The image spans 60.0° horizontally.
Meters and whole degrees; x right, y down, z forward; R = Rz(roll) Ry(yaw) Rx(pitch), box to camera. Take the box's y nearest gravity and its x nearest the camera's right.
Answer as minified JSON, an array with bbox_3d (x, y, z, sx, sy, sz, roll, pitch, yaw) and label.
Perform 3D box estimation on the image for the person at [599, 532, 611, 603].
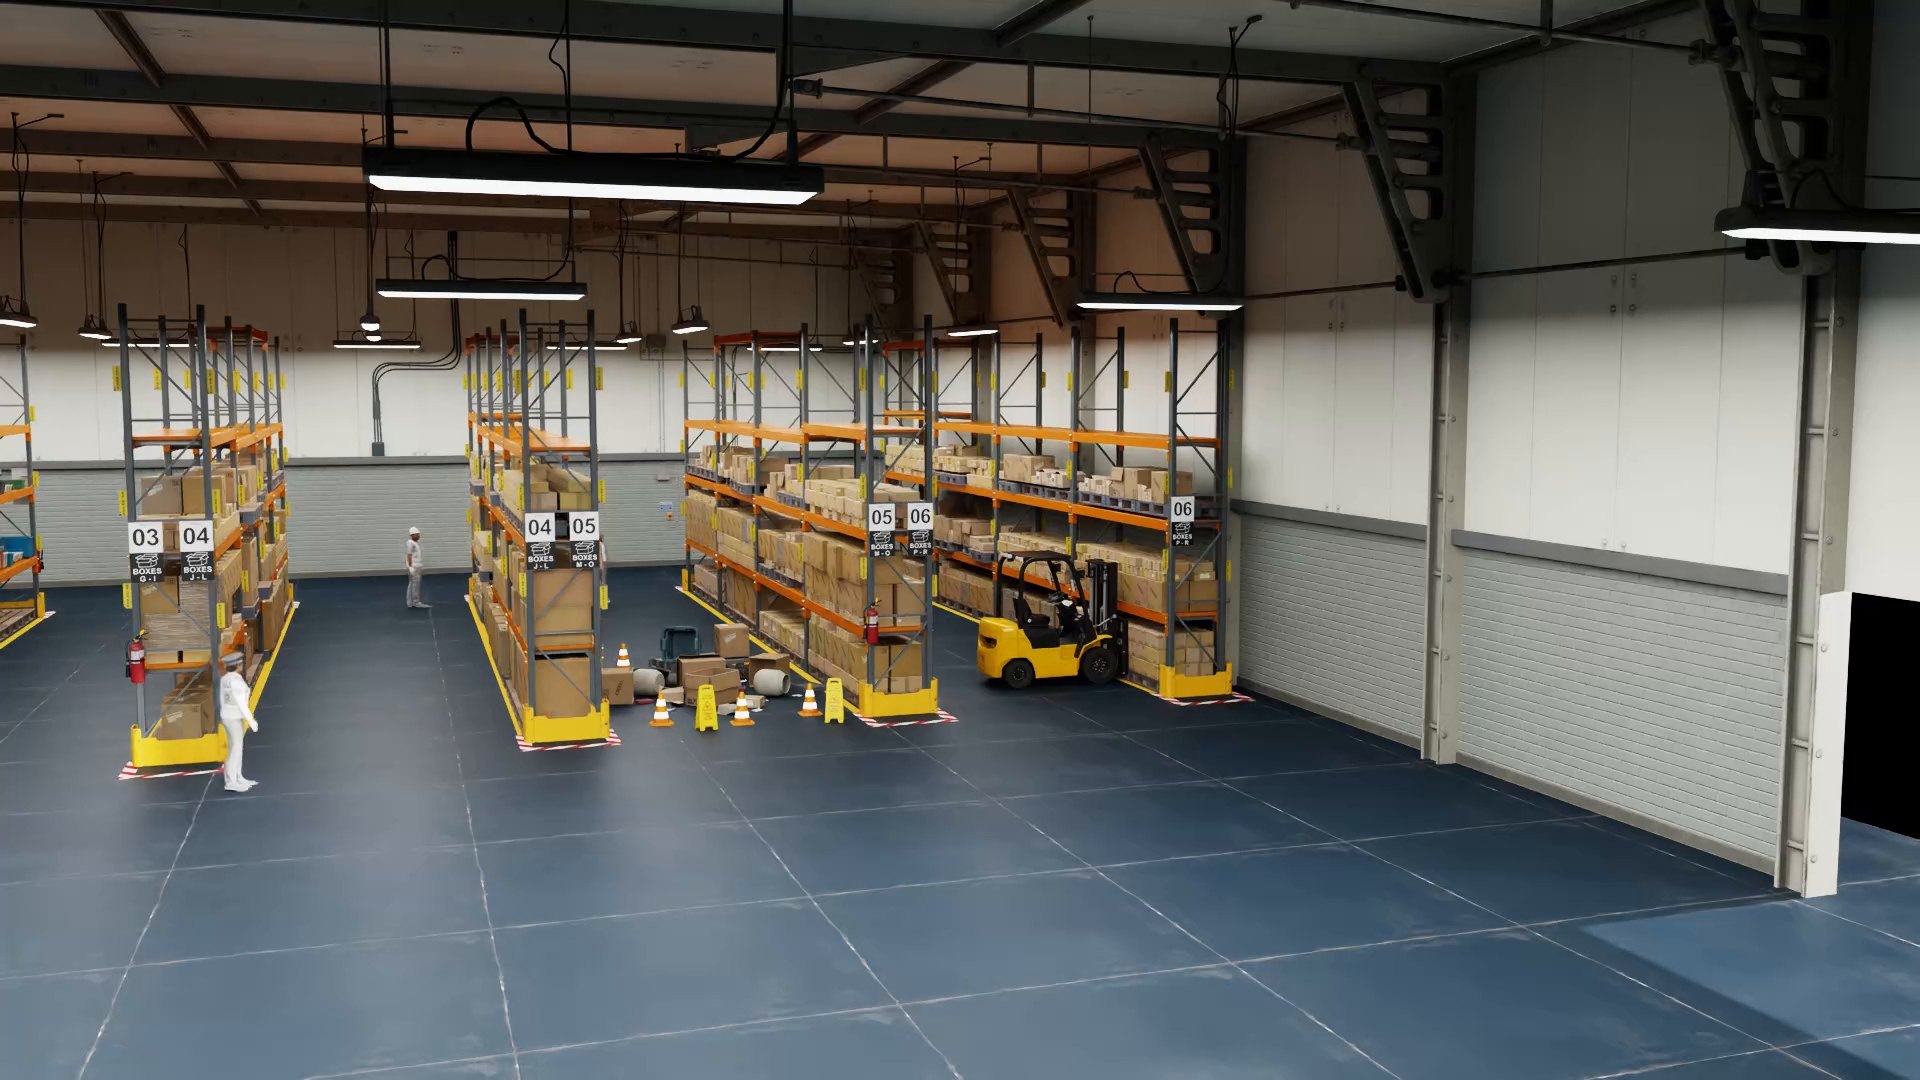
[{"bbox_3d":[-8.144,0.624,37.674,0.470,1.600,0.333,4,7,37],"label":"person"}]

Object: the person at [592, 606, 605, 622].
[{"bbox_3d":[-7.679,0.835,34.576,0.627,1.791,0.458,4,7,39],"label":"person"}]

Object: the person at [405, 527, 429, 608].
[{"bbox_3d":[-12.092,0.601,37.019,0.453,1.791,0.570,-2,6,-18],"label":"person"}]

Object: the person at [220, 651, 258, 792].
[{"bbox_3d":[-8.873,2.230,20.470,0.417,1.699,0.522,-3,6,-25],"label":"person"}]
